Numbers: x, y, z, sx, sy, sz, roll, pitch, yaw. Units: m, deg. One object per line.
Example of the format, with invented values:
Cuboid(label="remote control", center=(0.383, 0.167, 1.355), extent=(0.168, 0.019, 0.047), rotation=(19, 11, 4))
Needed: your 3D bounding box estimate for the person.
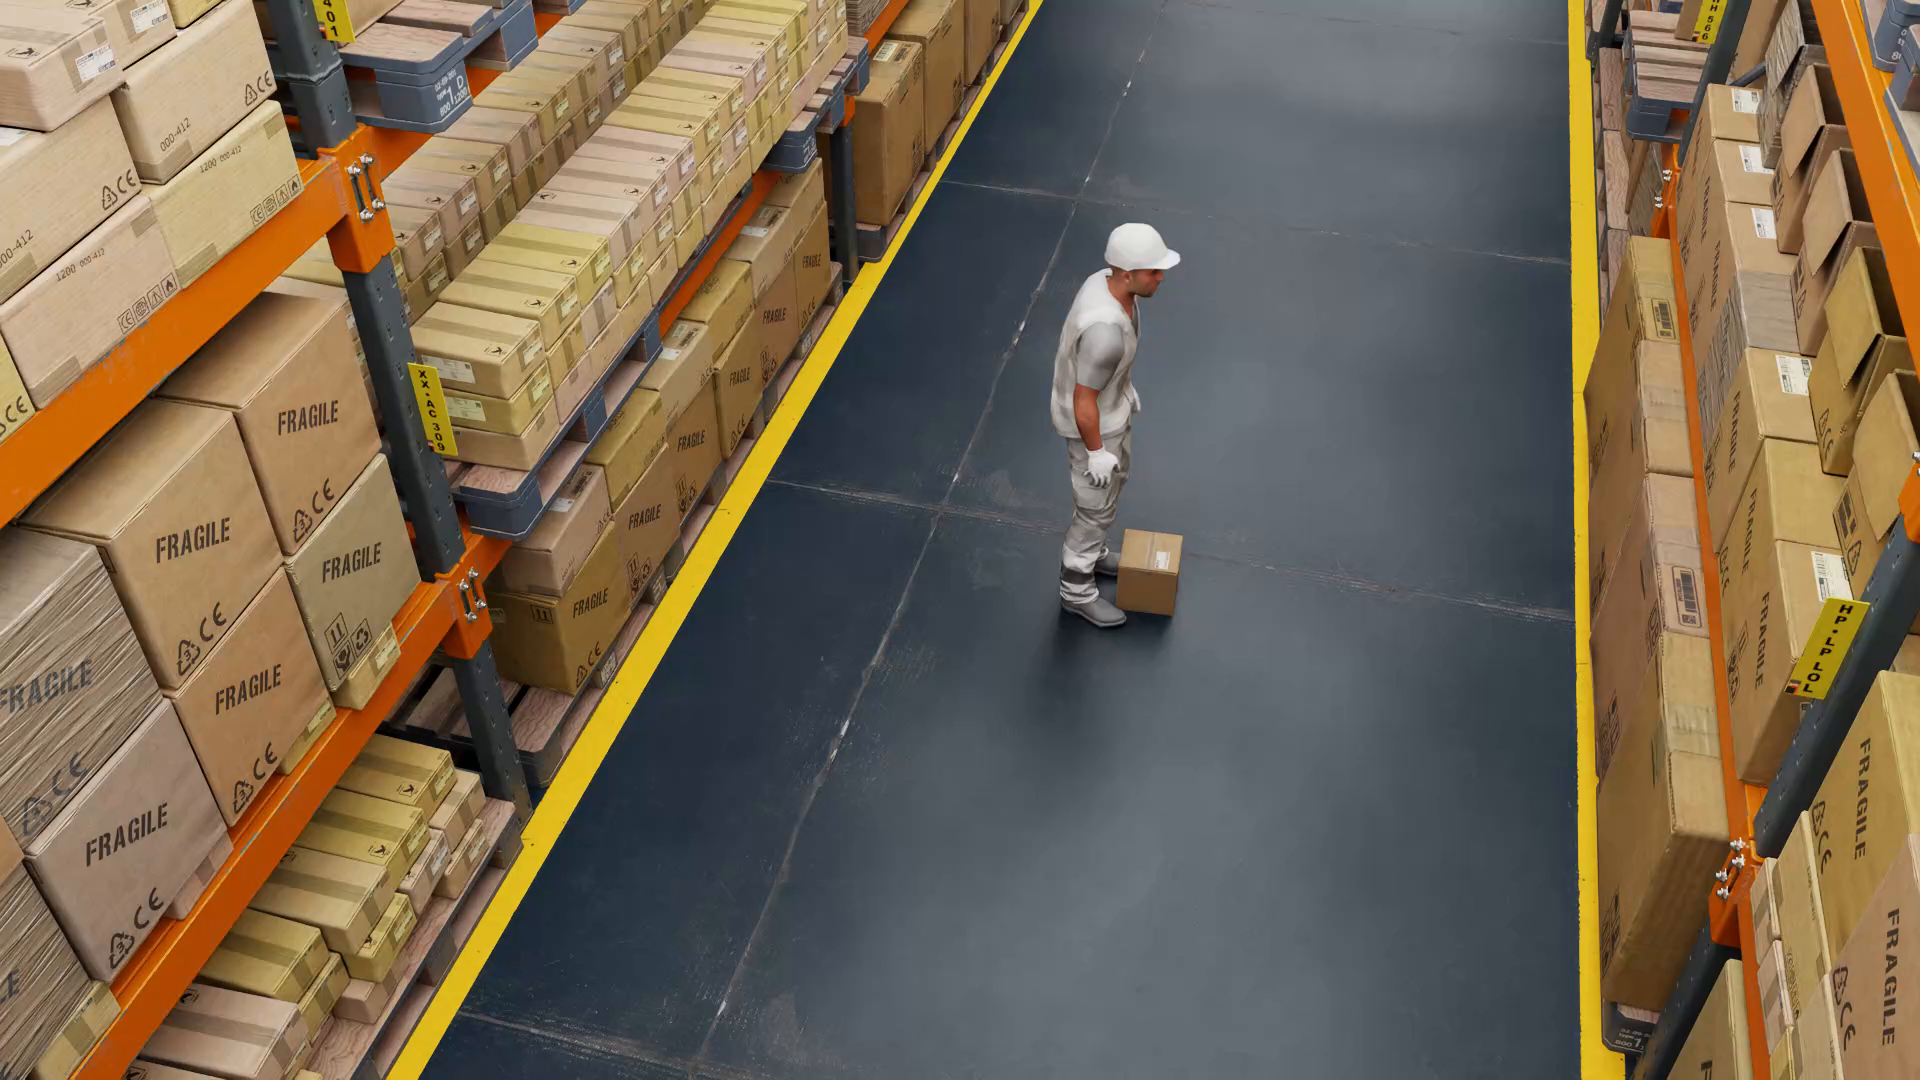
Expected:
Cuboid(label="person", center=(0.594, -0.478, 6.702), extent=(0.450, 1.780, 0.607), rotation=(10, 42, 11))
